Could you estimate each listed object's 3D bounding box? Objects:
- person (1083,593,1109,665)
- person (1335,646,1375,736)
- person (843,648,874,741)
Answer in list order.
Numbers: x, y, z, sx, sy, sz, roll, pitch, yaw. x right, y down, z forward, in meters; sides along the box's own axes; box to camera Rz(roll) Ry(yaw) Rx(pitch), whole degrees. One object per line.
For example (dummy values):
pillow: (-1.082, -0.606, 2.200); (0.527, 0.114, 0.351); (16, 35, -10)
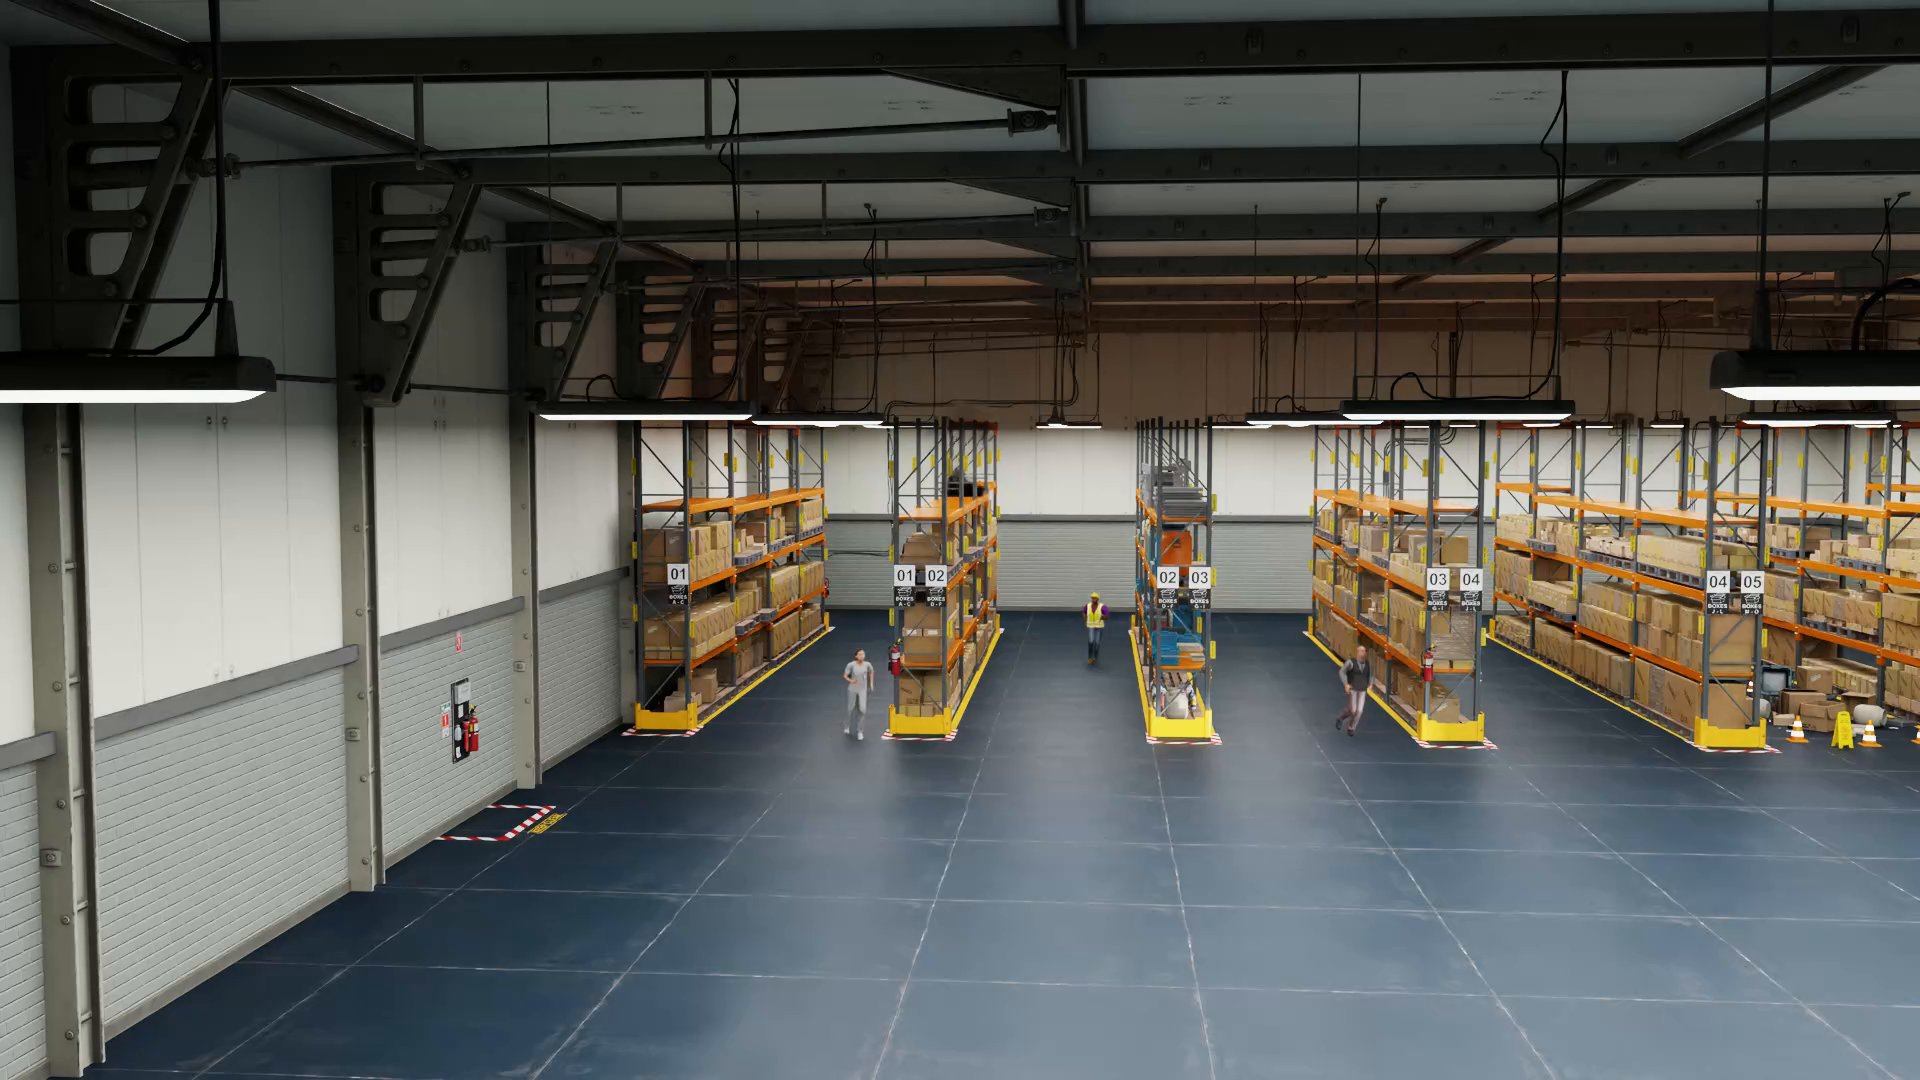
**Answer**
person: (3.332, 2.189, 40.857); (0.664, 1.796, 0.713); (1, 4, 9)
person: (7.510, 2.840, 31.444); (0.700, 1.674, 0.559); (-1, 4, -12)
person: (-1.893, 2.862, 31.137); (0.607, 1.710, 0.782); (-1, 4, -13)
